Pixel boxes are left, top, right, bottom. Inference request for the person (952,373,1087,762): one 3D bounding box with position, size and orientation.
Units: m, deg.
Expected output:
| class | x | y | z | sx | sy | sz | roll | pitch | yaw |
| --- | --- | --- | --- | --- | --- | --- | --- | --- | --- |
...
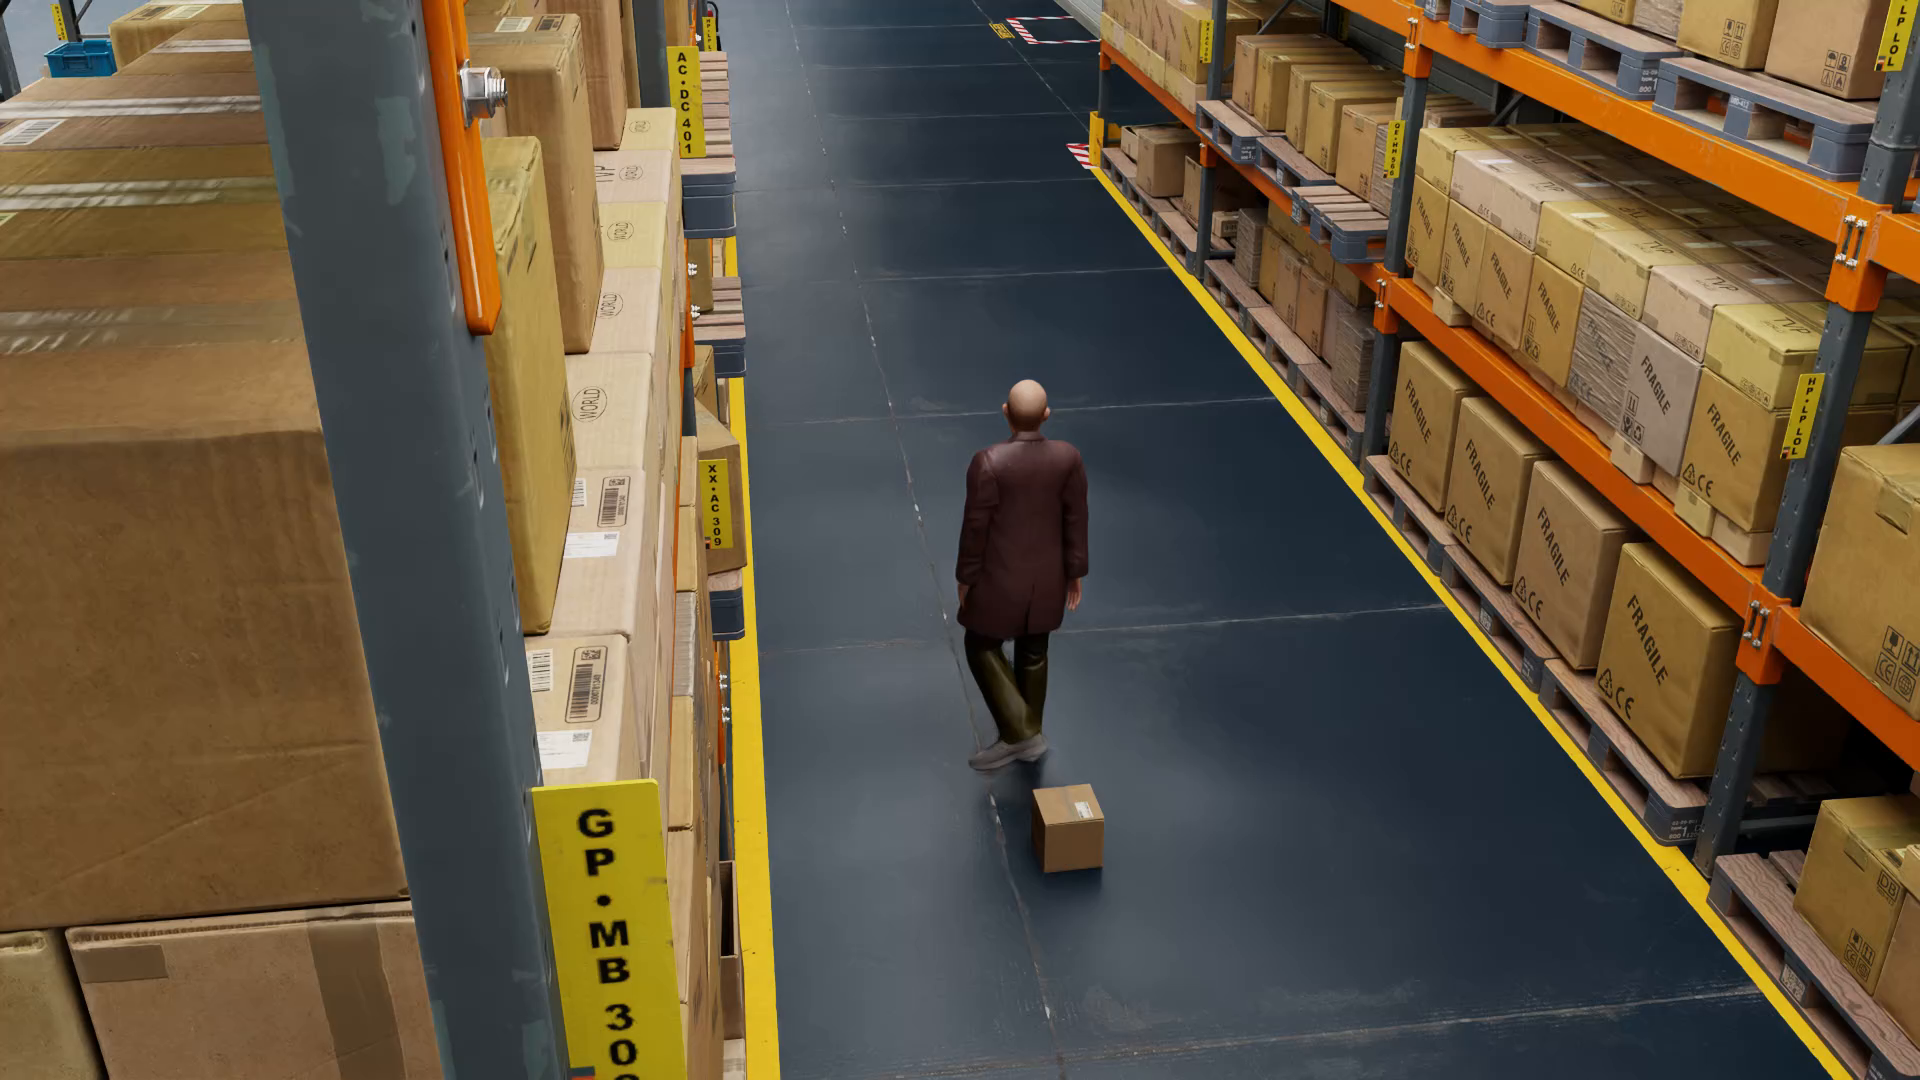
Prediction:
| class | x | y | z | sx | sy | sz | roll | pitch | yaw |
| --- | --- | --- | --- | --- | --- | --- | --- | --- | --- |
| person | 0.265 | 0.138 | 7.321 | 0.612 | 1.770 | 0.522 | -8 | 28 | -15 |
